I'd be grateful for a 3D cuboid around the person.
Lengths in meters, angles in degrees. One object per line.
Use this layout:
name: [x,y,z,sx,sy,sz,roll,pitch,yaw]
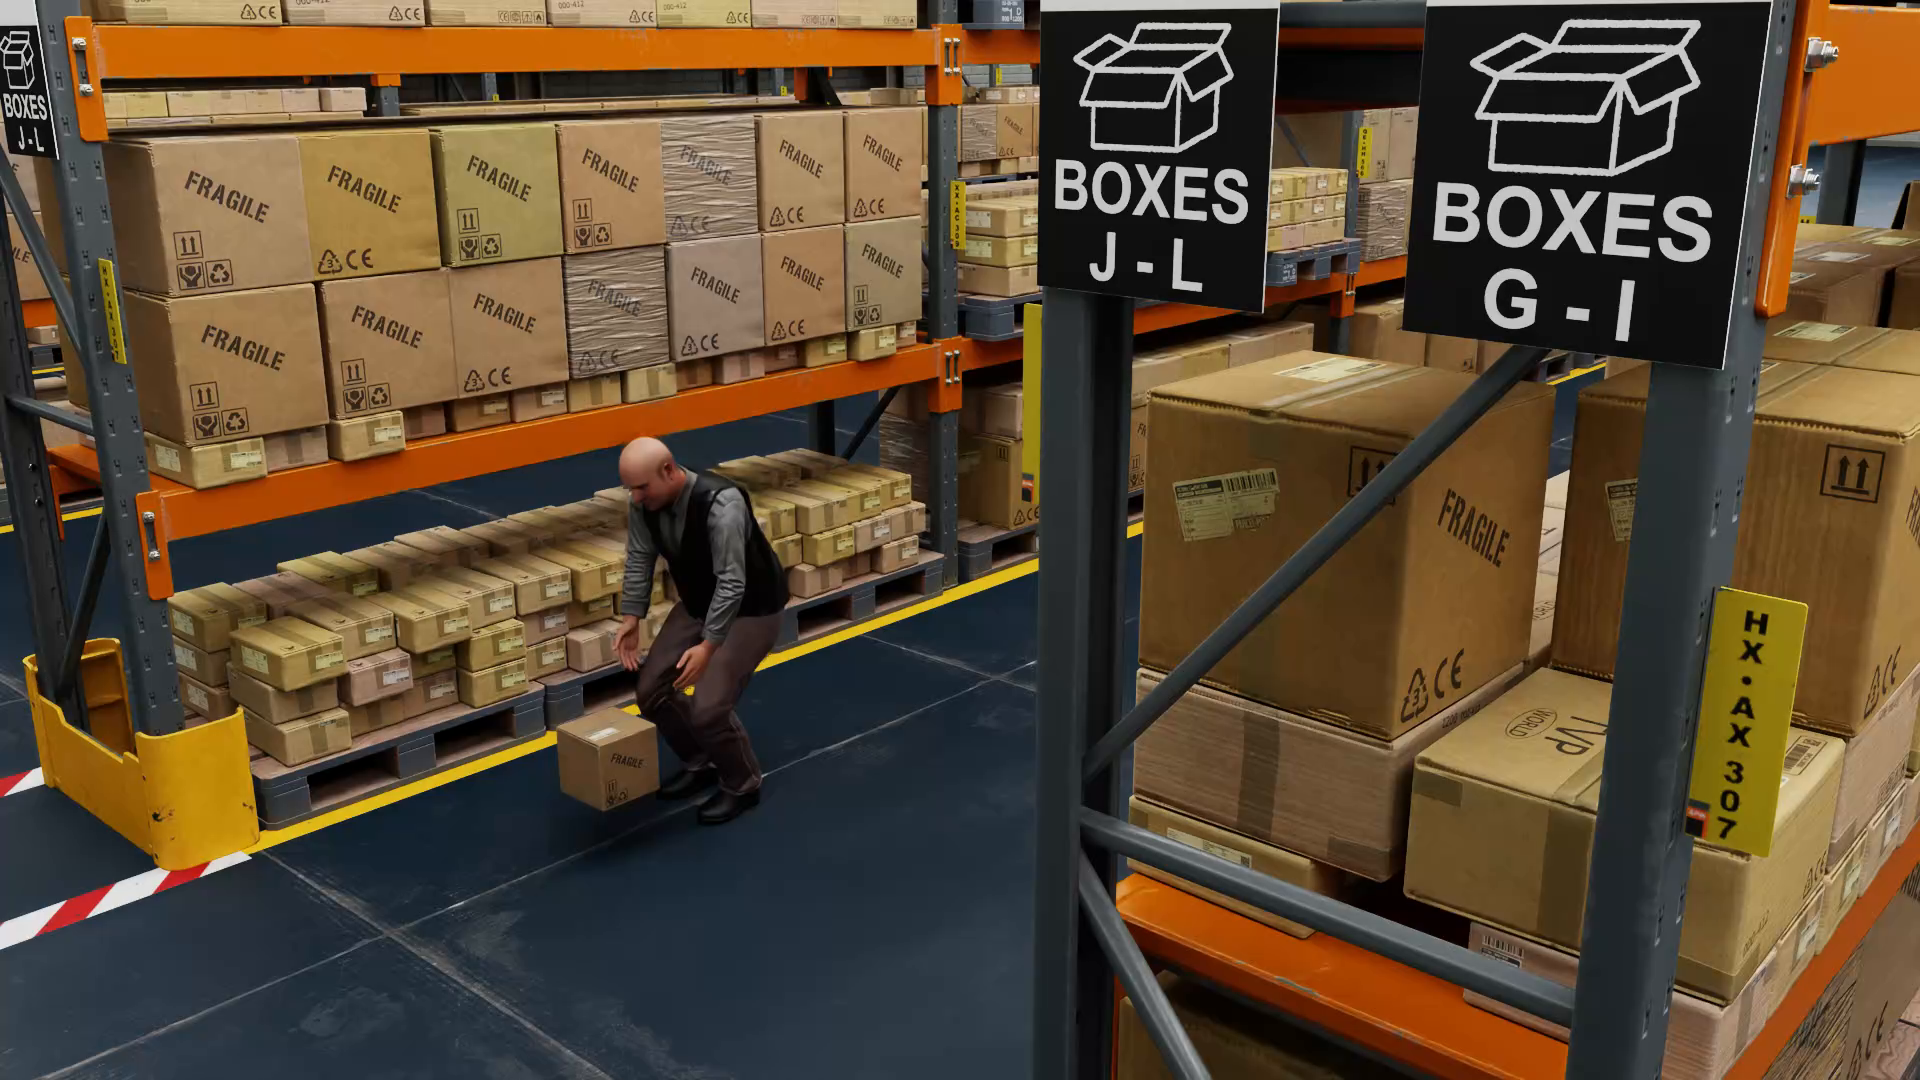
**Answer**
person: [-0.927,0.299,6.066,0.590,1.456,0.669,15,22,40]
